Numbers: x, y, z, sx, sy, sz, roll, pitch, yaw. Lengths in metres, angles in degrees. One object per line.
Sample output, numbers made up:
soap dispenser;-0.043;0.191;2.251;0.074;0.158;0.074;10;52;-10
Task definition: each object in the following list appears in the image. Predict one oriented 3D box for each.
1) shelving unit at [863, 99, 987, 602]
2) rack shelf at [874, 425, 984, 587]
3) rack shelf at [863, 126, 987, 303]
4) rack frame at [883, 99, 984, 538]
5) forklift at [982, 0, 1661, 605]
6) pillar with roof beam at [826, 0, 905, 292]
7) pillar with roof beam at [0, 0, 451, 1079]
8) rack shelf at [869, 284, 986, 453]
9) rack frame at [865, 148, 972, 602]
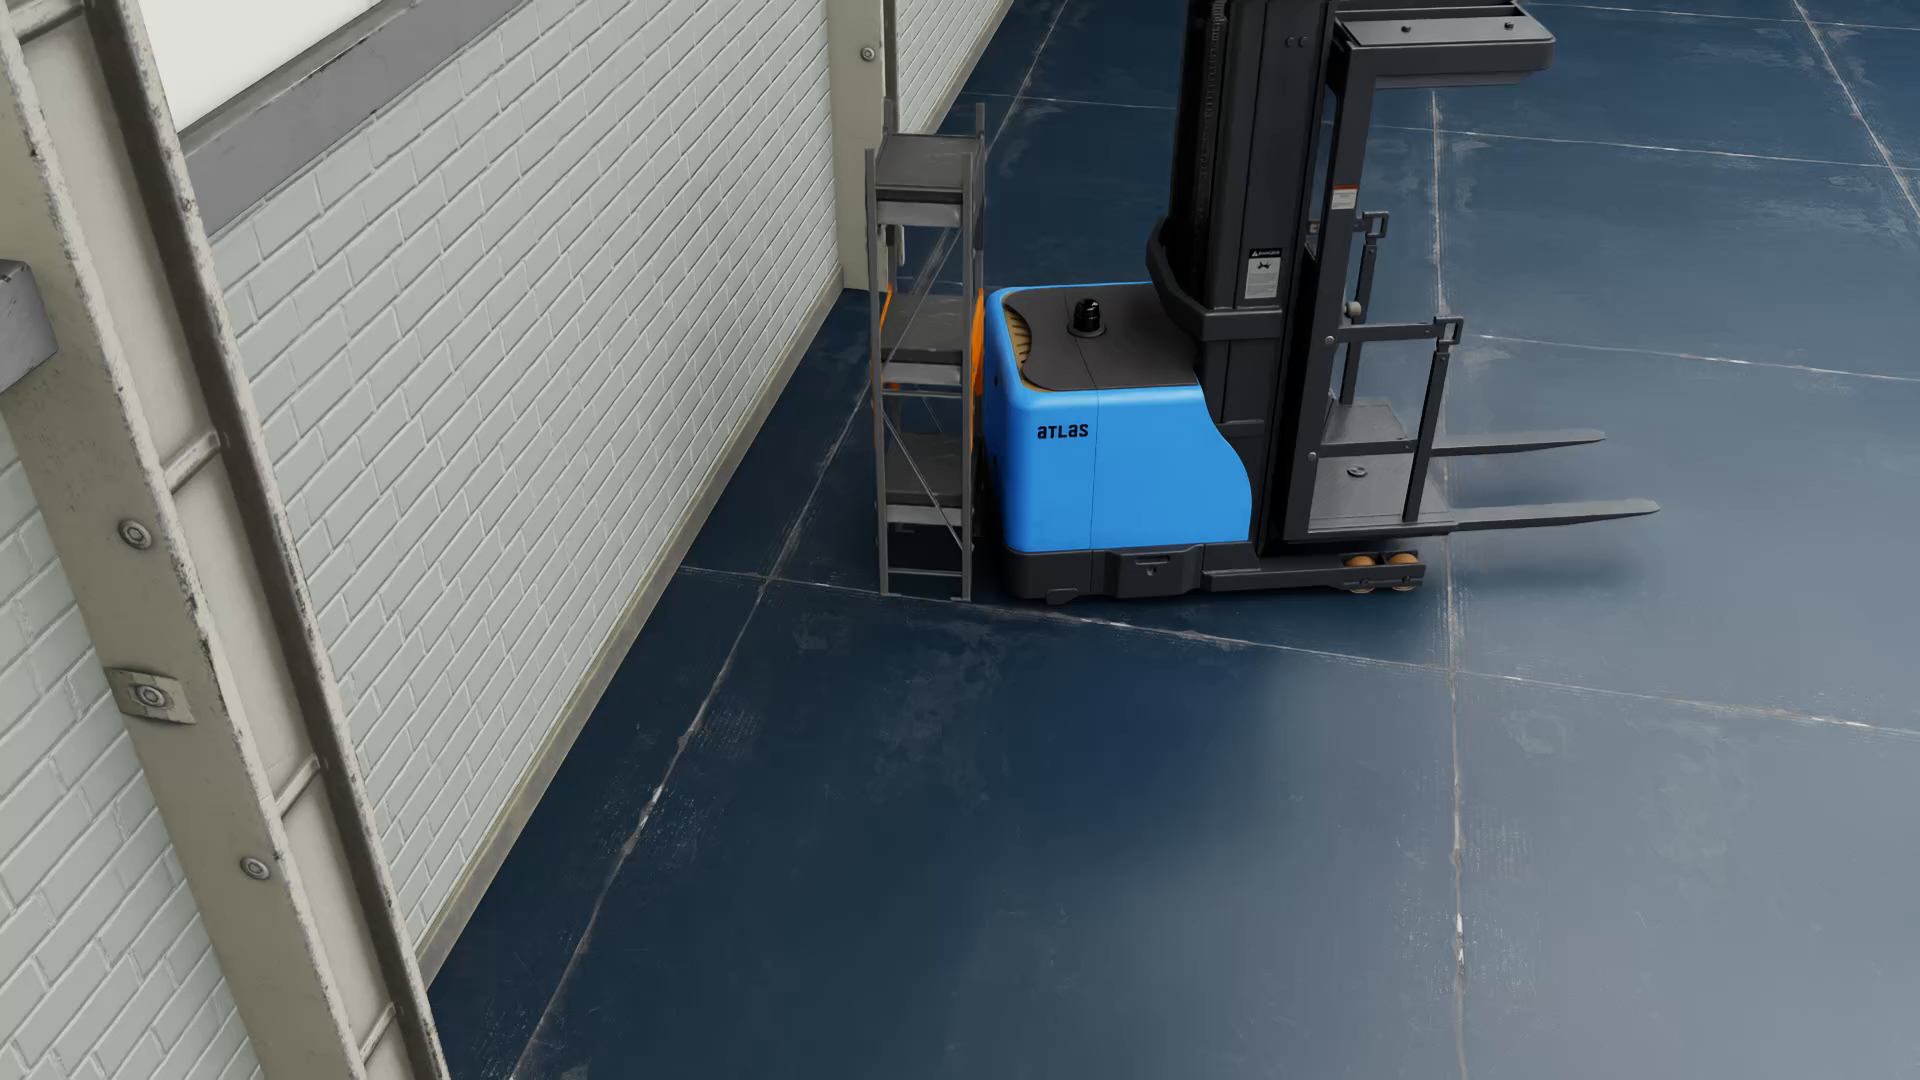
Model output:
shelving unit;-0.129;-0.733;6.972;0.431;2.100;0.503;4;36;5
rack shelf;-0.129;-0.155;7.391;0.431;0.518;0.480;4;36;5
rack shelf;-0.129;-1.289;6.570;0.431;0.518;0.480;4;36;5
rack frame;-0.104;-0.876;7.169;0.400;2.100;0.015;4;36;5
forklift;1.652;-1.256;6.985;3.031;2.935;1.130;-3;36;-4
pillar with roof beam;3.678;-4.692;6.556;9.100;9.000;0.400;7;37;10
pillar with roof beam;2.397;-1.252;1.810;9.100;9.000;0.400;7;37;10
rack shelf;-0.129;-0.722;6.980;0.431;0.518;0.480;4;36;5
rack frame;-0.154;-0.591;6.776;0.400;2.100;0.015;4;36;5
